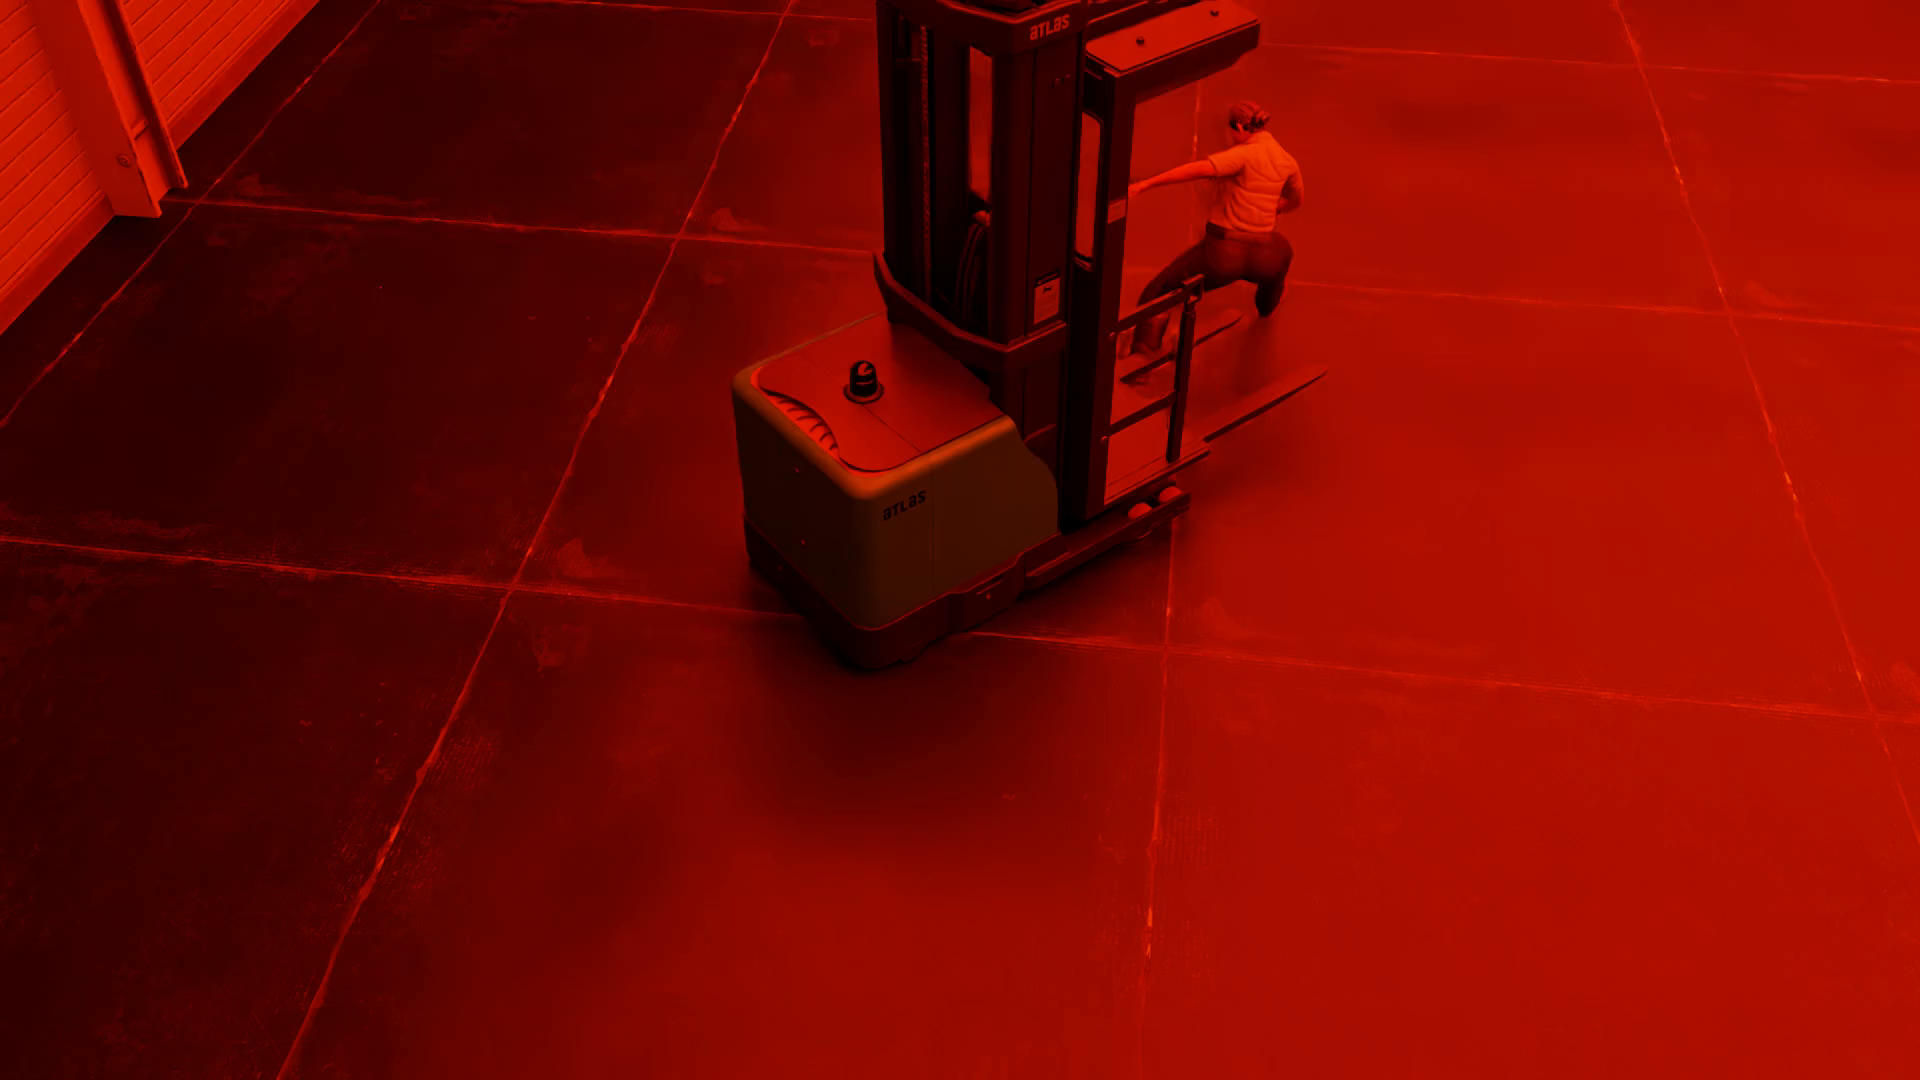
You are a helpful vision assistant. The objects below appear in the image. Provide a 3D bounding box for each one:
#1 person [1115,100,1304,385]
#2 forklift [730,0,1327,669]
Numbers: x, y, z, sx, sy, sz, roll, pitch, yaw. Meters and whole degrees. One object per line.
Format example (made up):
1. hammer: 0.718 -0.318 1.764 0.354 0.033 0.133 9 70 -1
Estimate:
1. person: 1.321 -1.556 8.598 1.227 1.356 0.720 -11 44 -12
2. forklift: 0.482 -1.347 7.190 3.031 2.935 1.130 -28 49 -27
